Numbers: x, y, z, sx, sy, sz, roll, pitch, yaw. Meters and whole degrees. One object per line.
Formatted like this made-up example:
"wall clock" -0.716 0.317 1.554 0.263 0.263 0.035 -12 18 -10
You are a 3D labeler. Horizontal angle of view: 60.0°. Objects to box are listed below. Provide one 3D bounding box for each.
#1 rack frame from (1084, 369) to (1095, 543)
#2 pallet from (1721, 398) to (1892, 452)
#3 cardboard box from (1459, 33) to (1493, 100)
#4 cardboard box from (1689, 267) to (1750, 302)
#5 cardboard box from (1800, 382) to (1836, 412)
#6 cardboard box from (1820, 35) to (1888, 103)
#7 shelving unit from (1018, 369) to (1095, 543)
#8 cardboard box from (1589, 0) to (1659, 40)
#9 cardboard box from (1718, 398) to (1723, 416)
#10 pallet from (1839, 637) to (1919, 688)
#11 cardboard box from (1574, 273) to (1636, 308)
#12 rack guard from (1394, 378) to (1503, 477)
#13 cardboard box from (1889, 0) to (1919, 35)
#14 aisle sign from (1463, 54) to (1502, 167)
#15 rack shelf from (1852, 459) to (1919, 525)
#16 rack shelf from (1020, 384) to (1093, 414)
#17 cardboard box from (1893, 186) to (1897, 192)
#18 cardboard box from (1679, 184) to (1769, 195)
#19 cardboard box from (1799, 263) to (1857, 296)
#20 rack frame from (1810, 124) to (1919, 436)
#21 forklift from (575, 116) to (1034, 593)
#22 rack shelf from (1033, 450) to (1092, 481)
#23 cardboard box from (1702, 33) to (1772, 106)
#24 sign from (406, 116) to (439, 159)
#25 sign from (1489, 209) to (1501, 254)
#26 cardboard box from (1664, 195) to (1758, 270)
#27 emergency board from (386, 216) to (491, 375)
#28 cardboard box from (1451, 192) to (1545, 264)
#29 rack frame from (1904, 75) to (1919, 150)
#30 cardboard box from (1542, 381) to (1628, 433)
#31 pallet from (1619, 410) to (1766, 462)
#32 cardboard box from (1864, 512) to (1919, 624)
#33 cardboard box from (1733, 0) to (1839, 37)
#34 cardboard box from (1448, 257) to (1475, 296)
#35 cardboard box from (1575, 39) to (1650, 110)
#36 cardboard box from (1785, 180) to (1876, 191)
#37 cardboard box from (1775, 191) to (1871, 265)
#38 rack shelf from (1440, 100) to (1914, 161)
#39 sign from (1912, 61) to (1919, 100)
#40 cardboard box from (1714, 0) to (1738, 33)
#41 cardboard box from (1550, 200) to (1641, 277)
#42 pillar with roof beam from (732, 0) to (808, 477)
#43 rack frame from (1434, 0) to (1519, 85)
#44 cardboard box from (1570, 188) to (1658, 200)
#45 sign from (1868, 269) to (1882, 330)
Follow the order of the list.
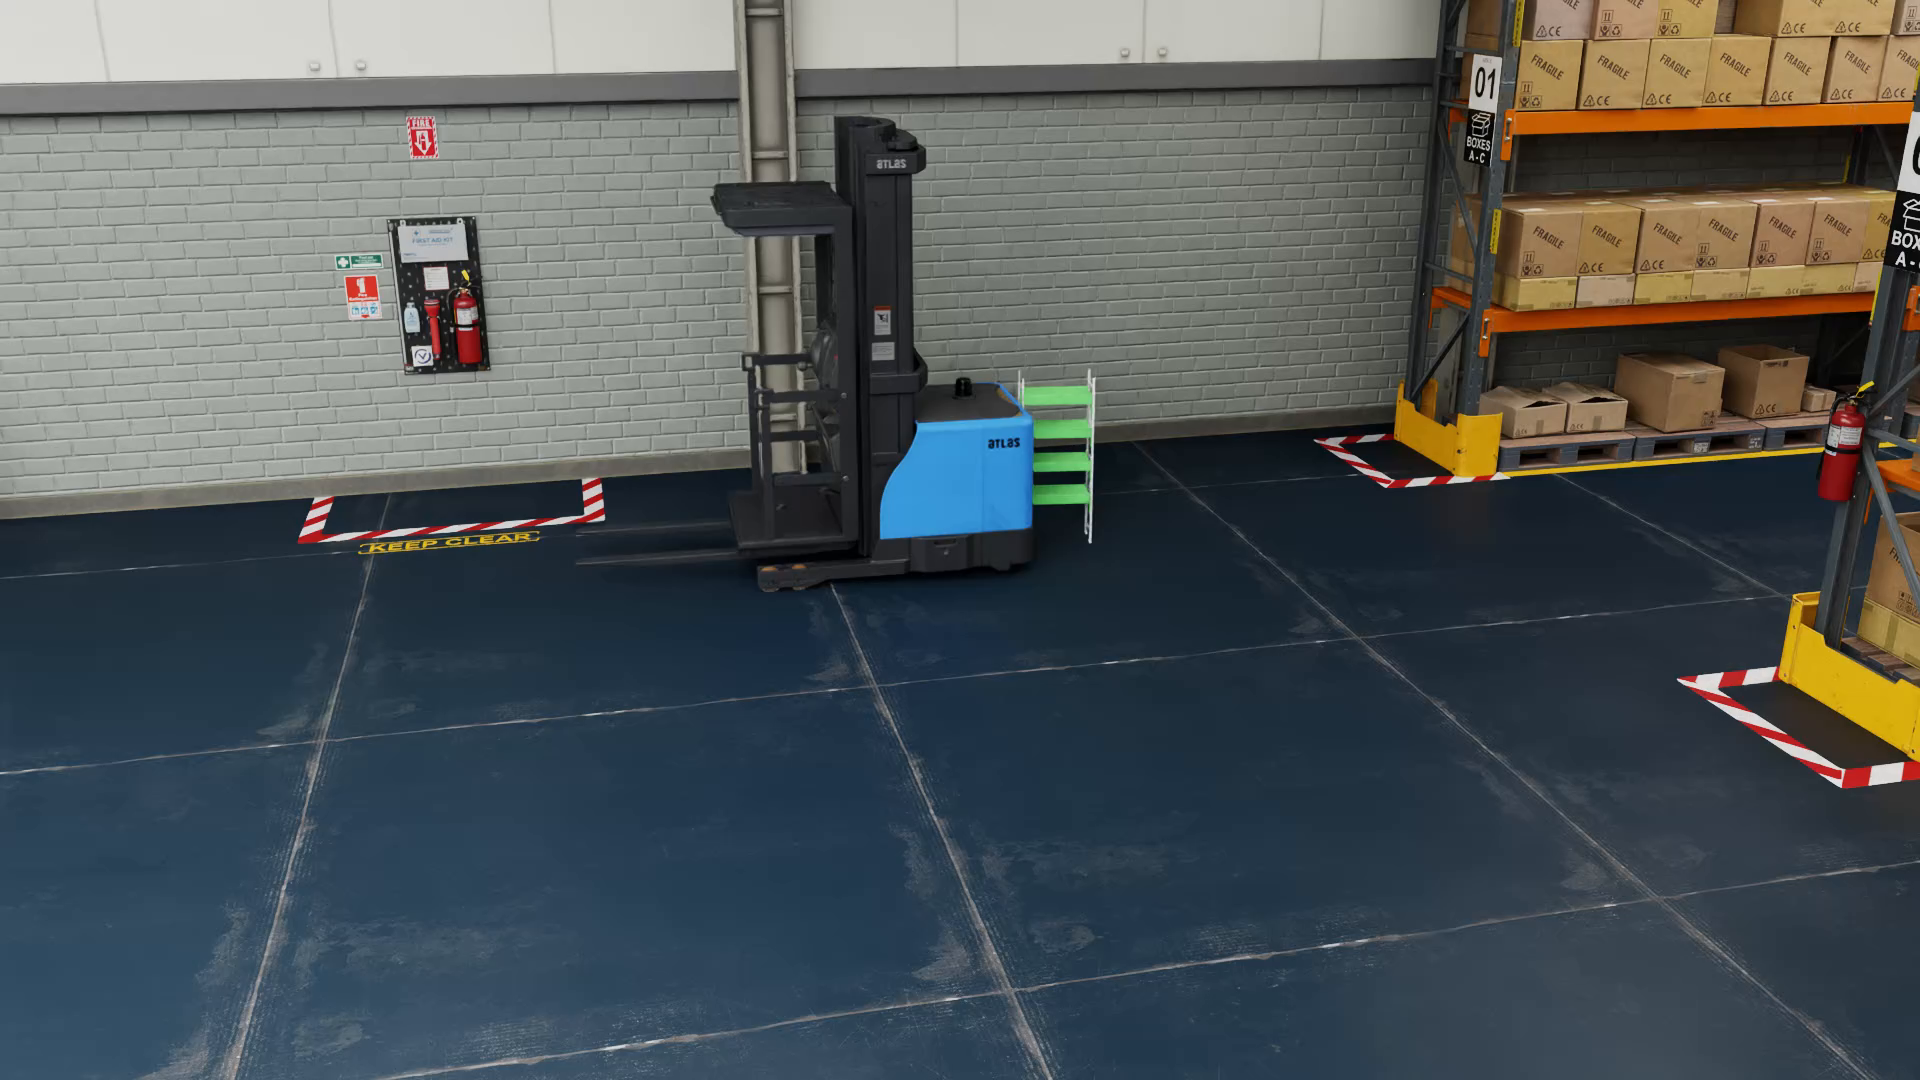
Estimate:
"rack frame" 0.910 -0.585 11.660 0.015 1.200 0.240 -2 20 -4
"pallet" 7.160 -1.045 14.361 1.213 0.211 1.003 -5 21 -12
"cardboard box" 4.261 -3.685 12.979 0.500 0.500 0.500 -3 20 -9
"cardboard box" 5.952 -2.098 13.369 0.500 0.250 0.500 -4 21 -12
"cardboard box" 7.292 -1.243 14.327 0.250 0.166 0.380 -7 21 -20
"cardboard box" 6.876 -3.726 13.089 0.500 0.500 0.500 -6 21 -17
"shelving unit" 0.666 -0.578 11.644 0.503 1.200 0.258 -2 20 -4
"cardboard box" 4.843 -4.009 12.409 0.500 0.500 0.500 -5 21 -13
"cardboard box" 6.244 -1.167 14.146 0.250 0.149 0.380 -6 21 -17
"pallet" 5.791 0.790 9.352 1.213 0.211 1.003 -5 21 -12
"cardboard box" 4.963 -2.020 13.157 0.500 0.250 0.500 -5 21 -14
"rack guard" 3.987 -0.935 13.641 0.348 0.500 1.175 -5 21 -12
"cardboard box" 7.380 -4.223 12.994 0.500 0.500 0.500 -6 21 -17
"aisle sign" 3.912 -3.217 12.457 0.004 0.787 0.394 -5 21 -12
"rack shelf" 7.003 -0.265 9.224 4.000 0.370 1.077 -5 21 -12
"rack shelf" 0.664 -0.968 11.501 0.480 0.148 0.258 -2 20 -4
"cardboard box" 8.309 -2.702 14.044 0.500 0.500 0.700 -5 21 -12
"cardboard box" 6.310 -2.666 13.830 0.500 0.500 0.500 -4 21 -11
"cardboard box" 6.928 -2.183 13.601 0.500 0.250 0.500 -5 21 -12
"rack frame" 7.806 -2.419 14.058 0.127 3.000 1.000 -5 21 -12
"forklift" -1.071 -1.230 10.912 3.031 2.935 1.130 -4 21 -11
"rack shelf" 0.666 -0.518 11.666 0.480 0.148 0.258 -2 20 -4
"cardboard box" 5.848 -3.633 12.836 0.500 0.500 0.500 -3 20 -9
"sign" -3.888 -2.911 12.031 0.199 0.298 0.001 -5 21 -12
"sign" 4.038 -2.328 12.550 0.005 0.325 0.100 -5 21 -12
"cardboard box" 5.934 -2.451 13.242 0.500 0.500 0.500 -4 20 -11
"emergency board" -3.858 -1.790 12.340 0.643 1.169 0.194 -5 21 -12
"cardboard box" 4.323 -2.502 13.384 0.500 0.500 0.500 -5 21 -13
"rack frame" 5.056 -3.262 7.636 0.127 3.000 1.000 -5 21 -12
"cardboard box" 5.162 -1.117 13.771 0.500 0.311 0.500 -3 20 -8
"pallet" 5.971 -0.947 14.094 1.213 0.211 1.003 -5 21 -12
"cardboard box" 5.510 0.155 9.328 0.500 0.500 0.500 -5 21 -12
"cardboard box" 6.344 -4.132 12.743 0.500 0.500 0.500 -5 21 -14
"cardboard box" 4.323 -2.144 13.495 0.500 0.250 0.500 -4 21 -12
"cardboard box" 4.827 -3.541 12.585 0.500 0.500 0.500 -3 20 -9
"cardboard box" 7.300 -2.743 14.041 0.500 0.500 0.500 -5 21 -14
"cardboard box" 6.932 -2.528 13.454 0.500 0.500 0.500 -5 21 -13
"rack shelf" 5.859 -3.332 13.234 4.000 0.370 1.077 -5 21 -12
"sign" 4.945 -2.415 8.513 0.005 0.325 0.100 -5 21 -12
"cardboard box" 5.777 -4.275 13.134 0.500 0.500 0.500 -5 21 -13
"cardboard box" 4.930 -2.367 13.014 0.500 0.500 0.500 -5 21 -12
"pillar with roof beam" -0.453 -3.349 7.874 0.400 9.000 9.100 -5 21 -12
"rack frame" 3.913 -4.920 12.162 0.127 3.000 1.000 -5 21 -12
"cardboard box" 5.317 -2.581 13.599 0.500 0.500 0.500 -5 21 -14
"sign" 4.945 -1.283 8.927 0.005 0.325 0.100 -5 21 -12
